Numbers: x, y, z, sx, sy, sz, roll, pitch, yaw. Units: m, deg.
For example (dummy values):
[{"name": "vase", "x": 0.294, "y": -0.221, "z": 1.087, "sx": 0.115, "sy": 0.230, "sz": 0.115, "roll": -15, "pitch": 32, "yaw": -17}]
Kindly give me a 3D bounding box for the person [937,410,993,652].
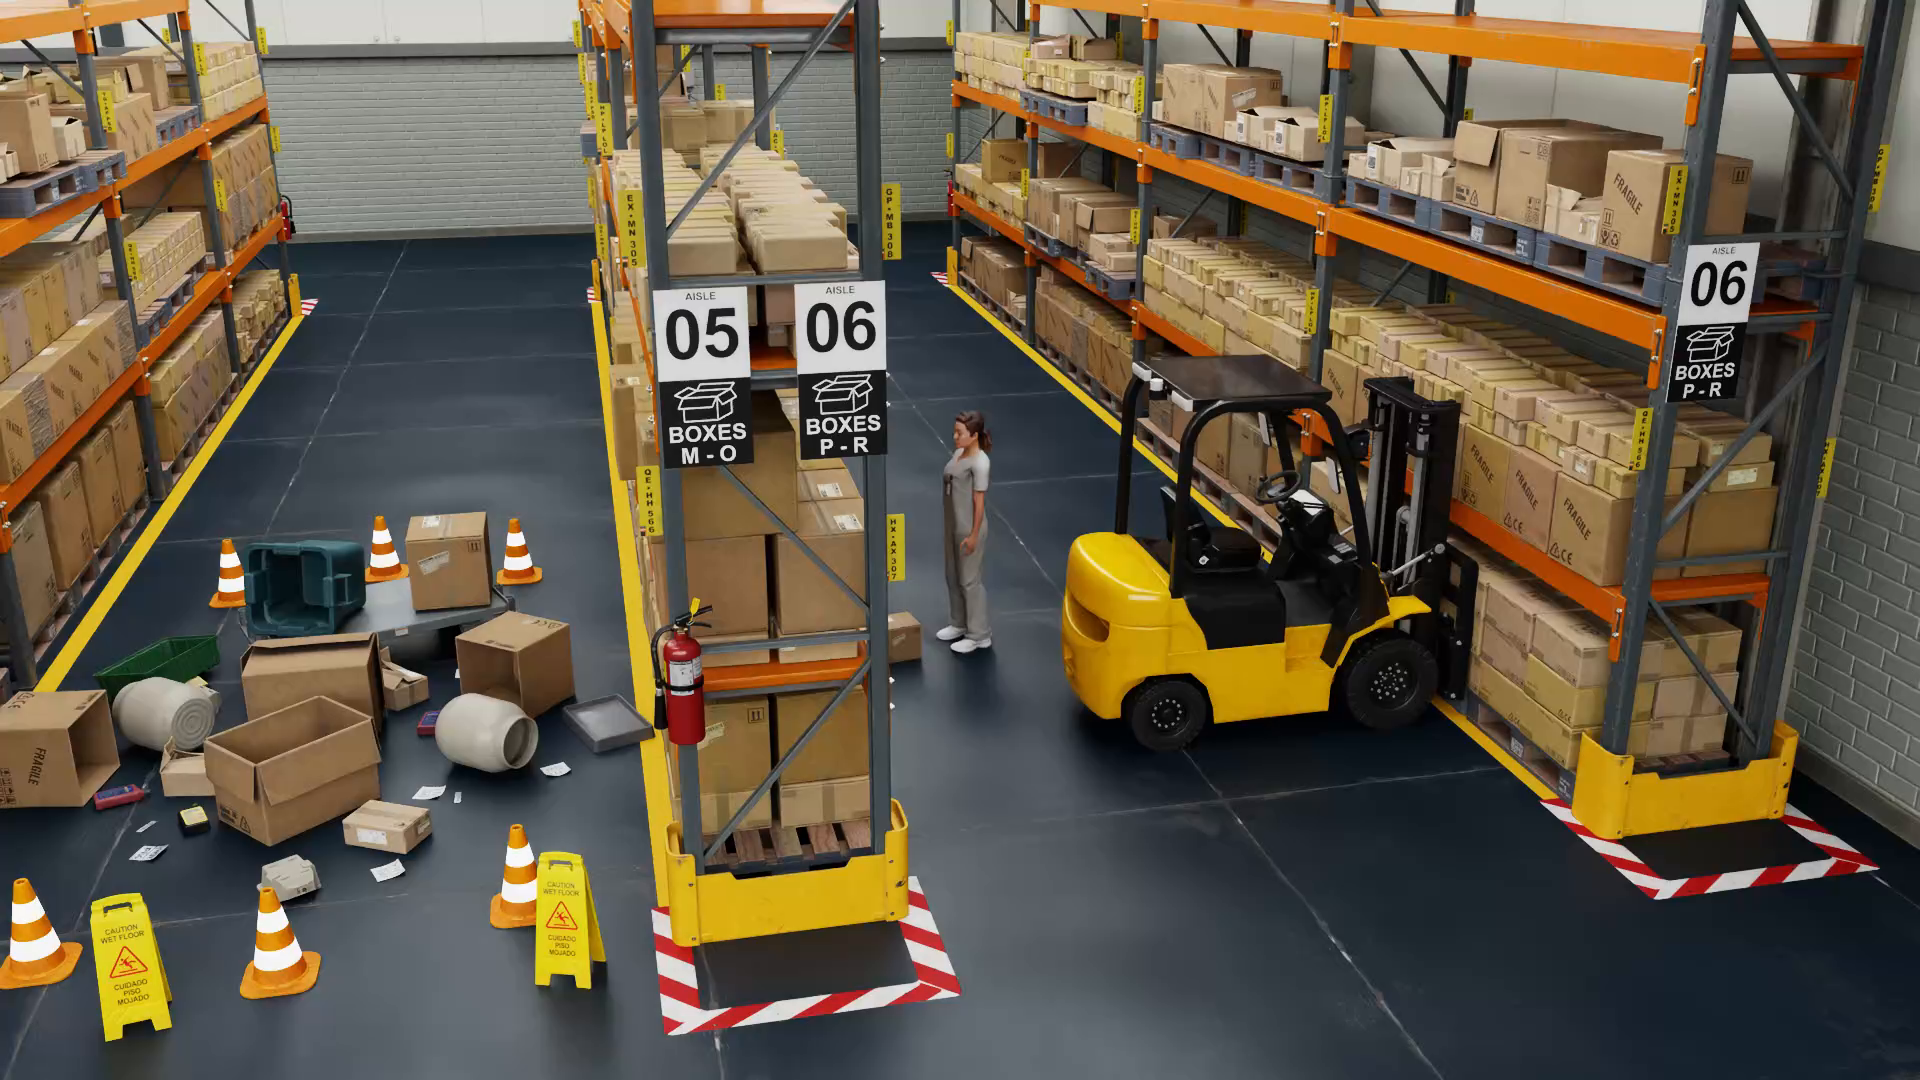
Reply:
[{"name": "person", "x": 0.057, "y": -0.068, "z": 11.280, "sx": 0.359, "sy": 1.669, "sz": 0.439, "roll": -8, "pitch": 21, "yaw": -22}]
